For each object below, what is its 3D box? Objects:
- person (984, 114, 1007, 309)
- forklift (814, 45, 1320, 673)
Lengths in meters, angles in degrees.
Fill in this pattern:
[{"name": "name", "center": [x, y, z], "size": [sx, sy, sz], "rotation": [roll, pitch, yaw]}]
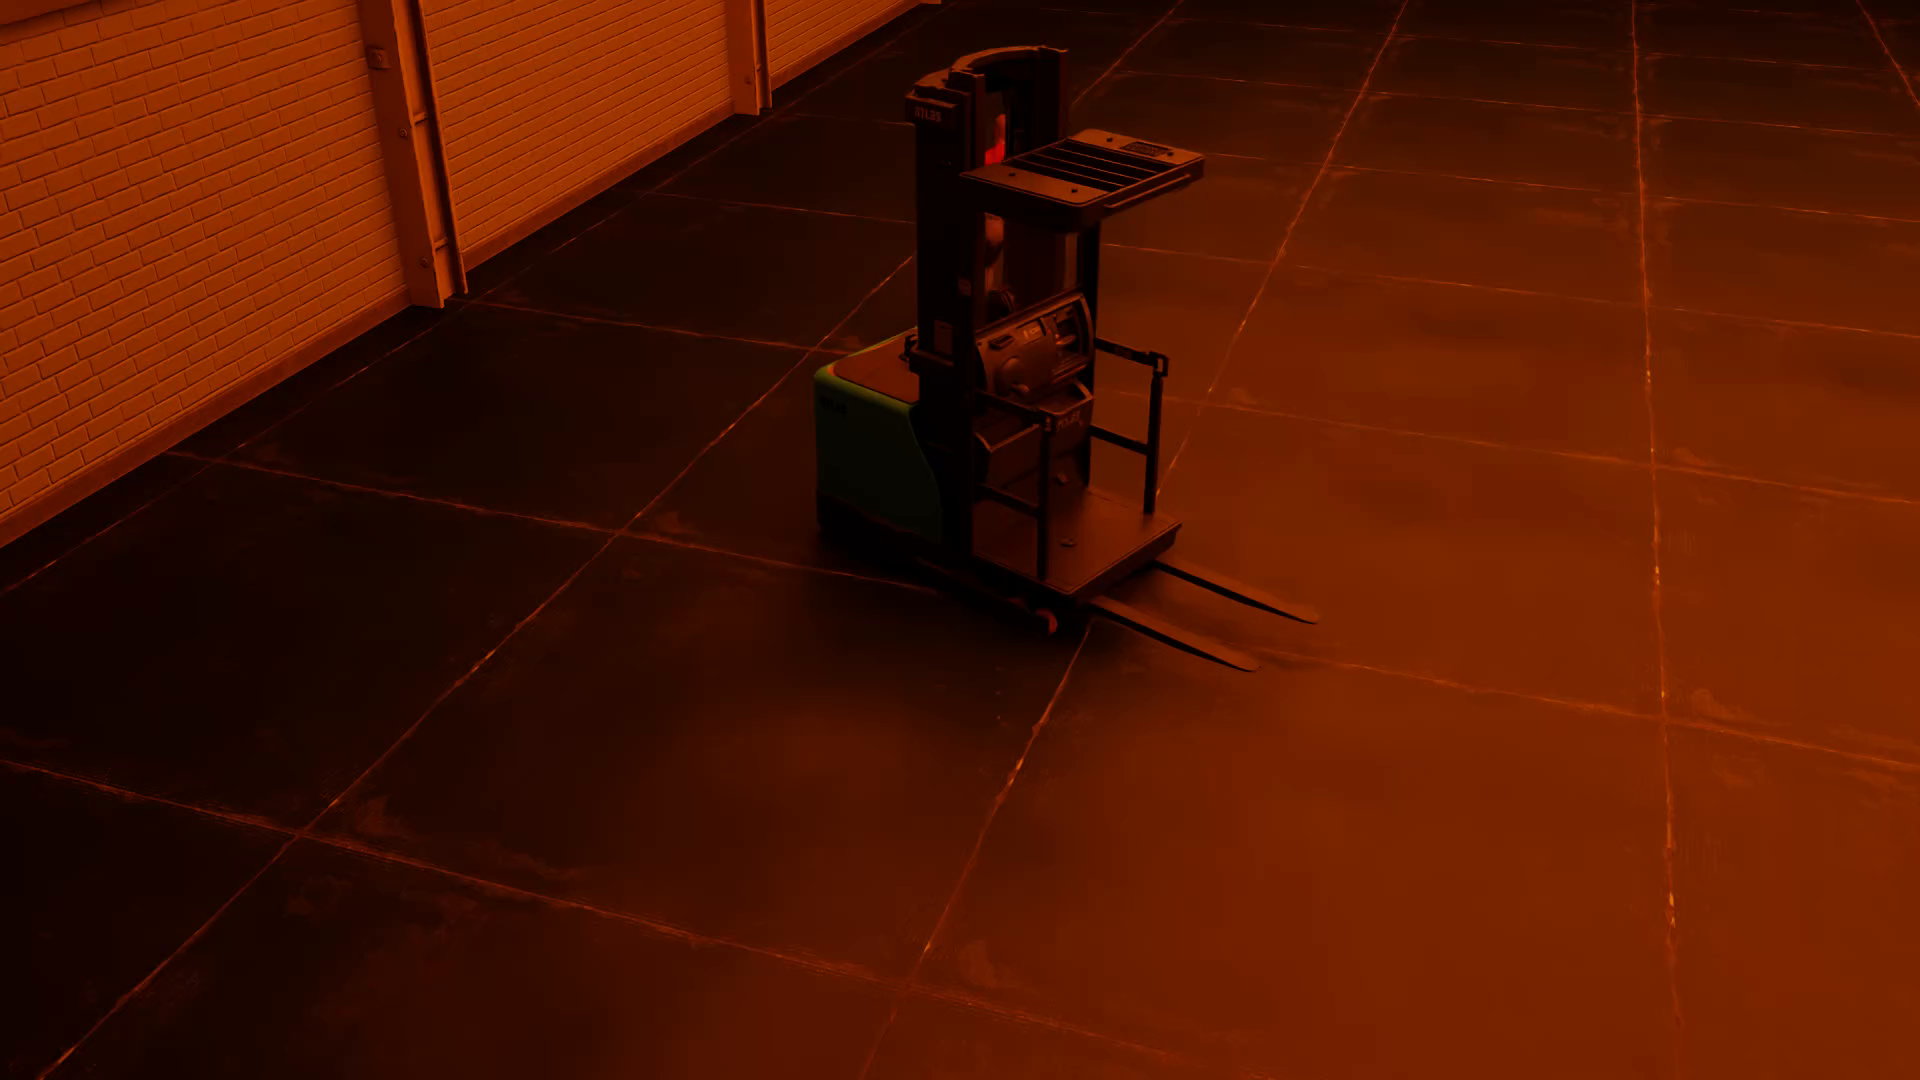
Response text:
[{"name": "person", "center": [0.333, -2.330, 12.521], "size": [0.641, 1.774, 0.560], "rotation": [4, 30, 7]}, {"name": "forklift", "center": [0.572, -1.026, 8.935], "size": [3.031, 2.935, 1.130], "rotation": [23, 37, 35]}]
